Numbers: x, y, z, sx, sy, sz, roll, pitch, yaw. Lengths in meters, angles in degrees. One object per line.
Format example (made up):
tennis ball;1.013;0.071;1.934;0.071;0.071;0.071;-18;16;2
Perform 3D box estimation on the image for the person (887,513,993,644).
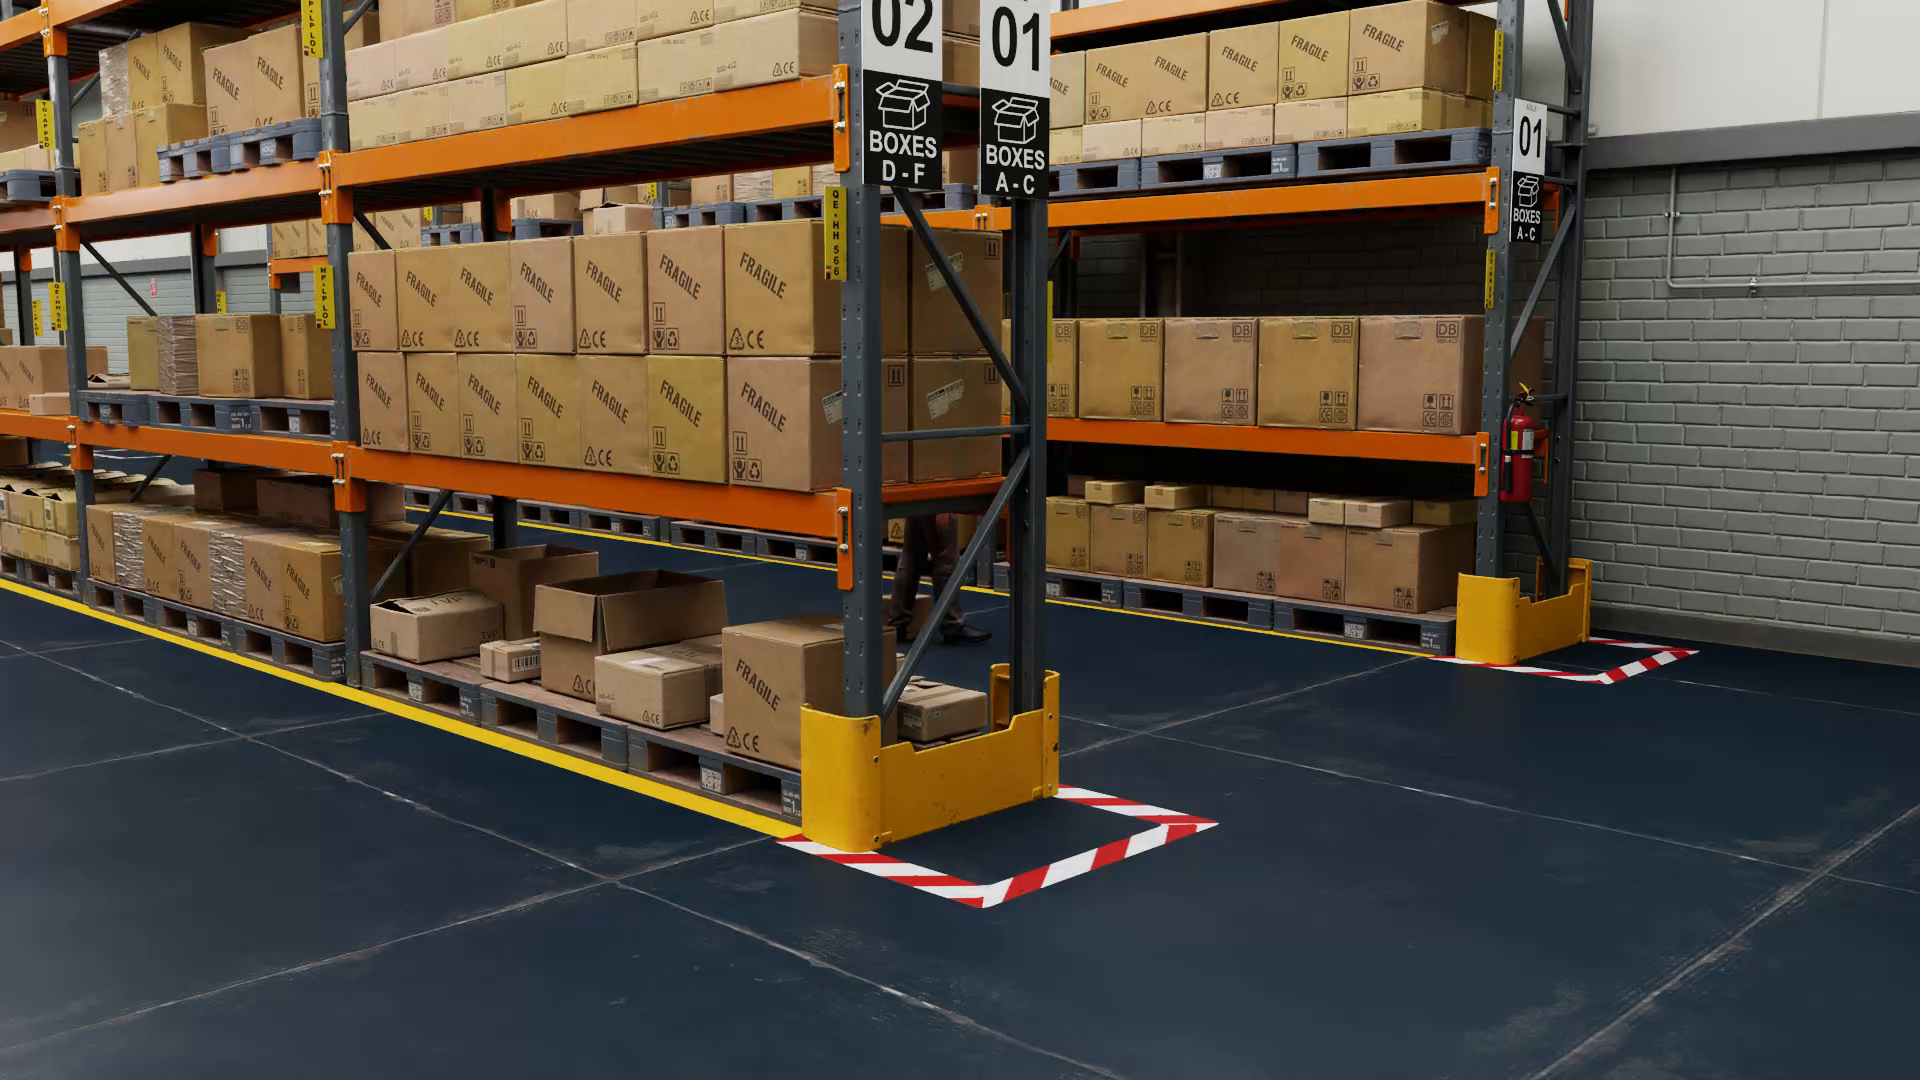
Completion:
person;-0.131;-0.235;10.175;0.609;1.721;0.585;-1;7;-12
